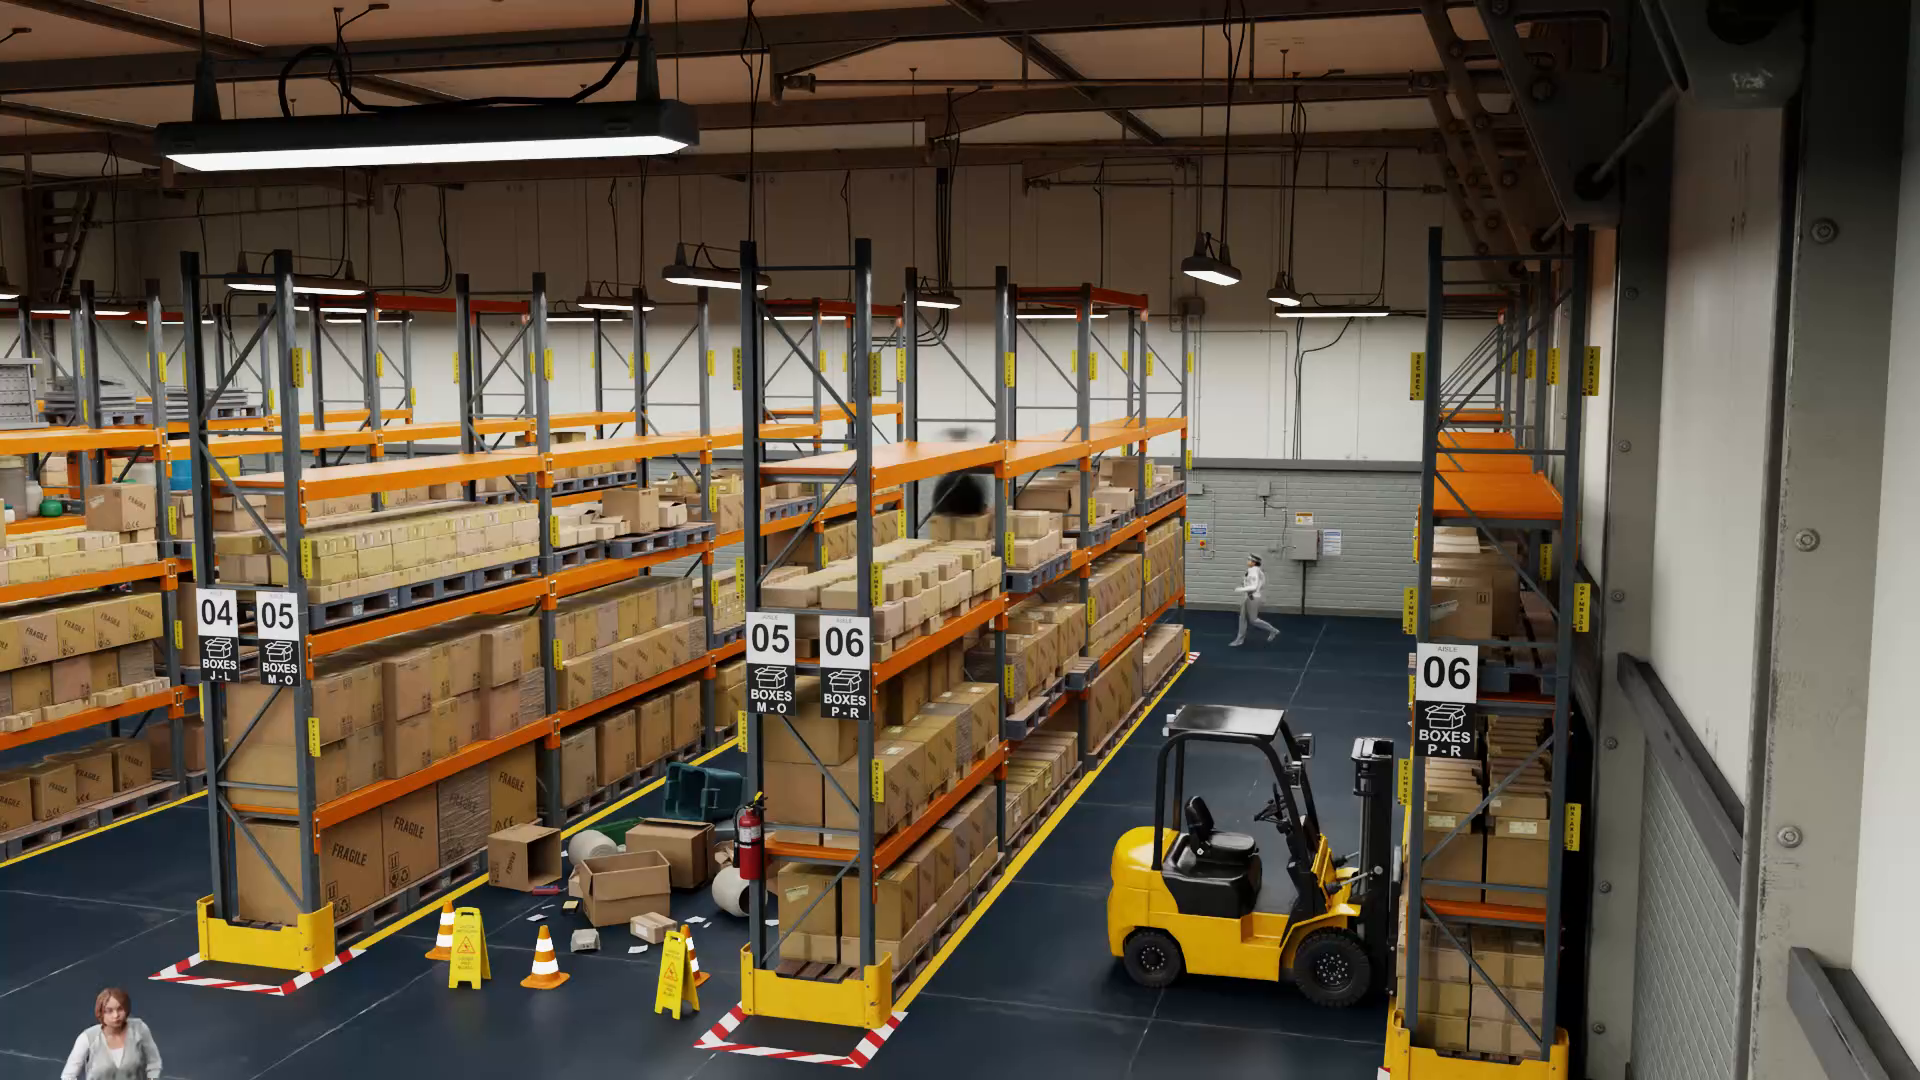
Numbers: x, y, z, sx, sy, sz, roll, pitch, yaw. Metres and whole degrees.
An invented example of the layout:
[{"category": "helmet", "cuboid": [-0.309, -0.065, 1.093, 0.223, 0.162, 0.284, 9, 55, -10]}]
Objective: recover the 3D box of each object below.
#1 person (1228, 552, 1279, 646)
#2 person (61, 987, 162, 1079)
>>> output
[{"category": "person", "cuboid": [5.187, 1.059, 29.298, 0.899, 1.697, 0.627, 1, 7, 12]}, {"category": "person", "cuboid": [-4.926, 3.328, 9.691, 0.523, 1.544, 0.579, -5, 8, -37]}]
